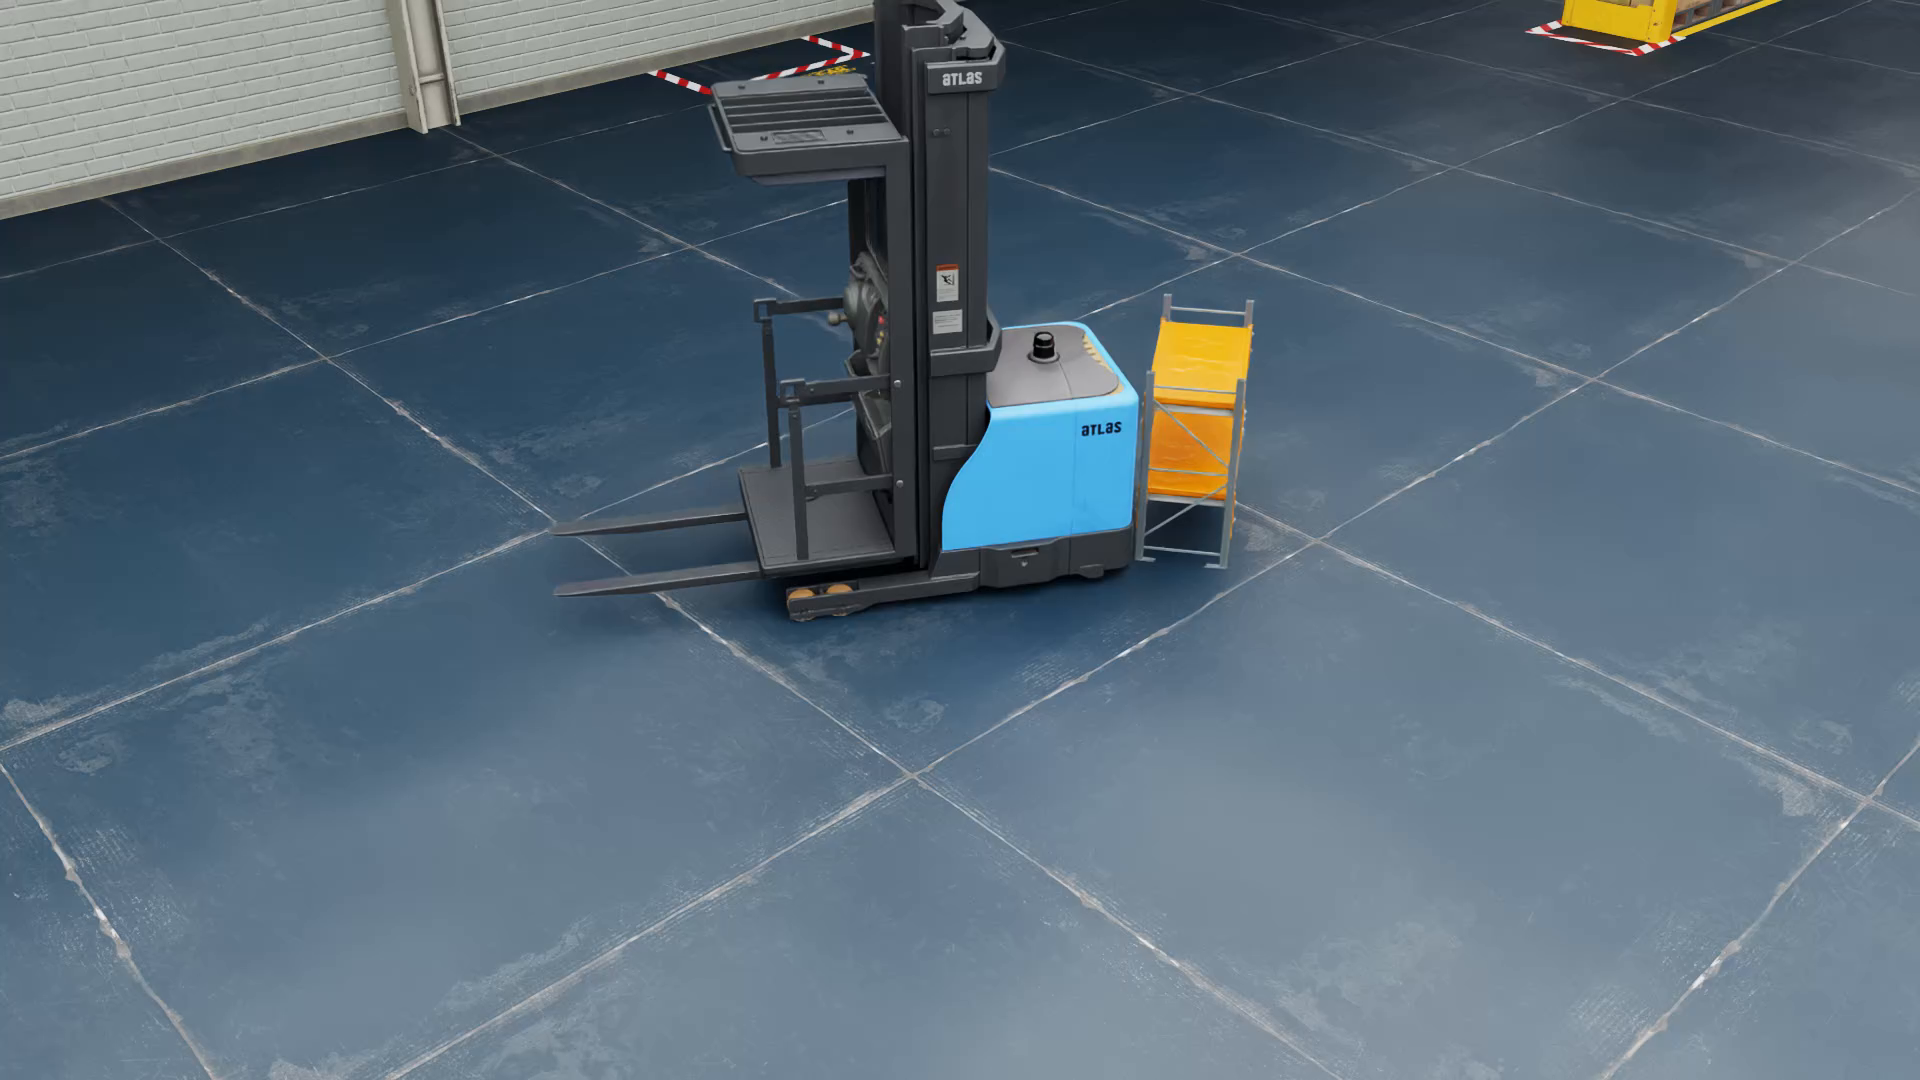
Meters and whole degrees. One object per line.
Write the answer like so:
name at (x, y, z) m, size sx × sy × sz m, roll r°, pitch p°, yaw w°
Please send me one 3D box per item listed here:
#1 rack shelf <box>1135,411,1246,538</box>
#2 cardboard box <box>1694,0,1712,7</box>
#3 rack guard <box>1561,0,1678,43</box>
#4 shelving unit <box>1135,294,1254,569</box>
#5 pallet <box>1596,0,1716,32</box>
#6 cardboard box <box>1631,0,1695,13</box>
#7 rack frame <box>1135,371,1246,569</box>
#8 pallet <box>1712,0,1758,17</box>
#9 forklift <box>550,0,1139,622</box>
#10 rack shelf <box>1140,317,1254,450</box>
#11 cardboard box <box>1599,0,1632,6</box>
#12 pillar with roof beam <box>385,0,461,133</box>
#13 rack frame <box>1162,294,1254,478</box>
rack shelf at (1.297, -0.407, 9.305) m, size 0.538 × 0.278 × 1.000 m, roll 6°, pitch 32°, yaw 9°
cardboard box at (8.216, -6.248, 18.826) m, size 0.500 × 0.250 × 0.500 m, roll -26°, pitch 40°, yaw -35°
rack guard at (7.290, -5.883, 18.392) m, size 0.348 × 0.500 × 1.175 m, roll -26°, pitch 40°, yaw -35°
shelving unit at (1.297, -0.615, 9.178) m, size 0.538 × 1.125 × 1.048 m, roll 6°, pitch 32°, yaw 9°
pallet at (7.840, -6.056, 18.951) m, size 1.213 × 0.211 × 1.003 m, roll -26°, pitch 40°, yaw -35°
cardboard box at (7.852, -6.070, 18.534) m, size 0.500 × 0.250 × 0.500 m, roll -26°, pitch 40°, yaw -35°
rack frame at (1.201, -0.355, 8.752) m, size 0.500 × 1.125 × 0.032 m, roll 6°, pitch 32°, yaw 9°
pallet at (8.734, -6.487, 19.655) m, size 1.213 × 0.211 × 1.003 m, roll -26°, pitch 40°, yaw -35°
forklift at (-0.650, -1.134, 8.295) m, size 3.031 × 2.935 × 1.130 m, roll -7°, pitch 32°, yaw -11°
rack shelf at (1.297, -0.865, 9.025) m, size 0.538 × 0.278 × 1.000 m, roll 6°, pitch 32°, yaw 9°
cardboard box at (7.500, -6.268, 18.858) m, size 0.500 × 0.250 × 0.500 m, roll -26°, pitch 40°, yaw -35°
pillar with roof beam at (-2.010, -6.087, 10.579) m, size 0.400 × 9.000 × 9.100 m, roll -26°, pitch 40°, yaw -35°
rack frame at (1.394, -0.876, 9.604) m, size 0.500 × 1.125 × 0.032 m, roll 6°, pitch 32°, yaw 9°
